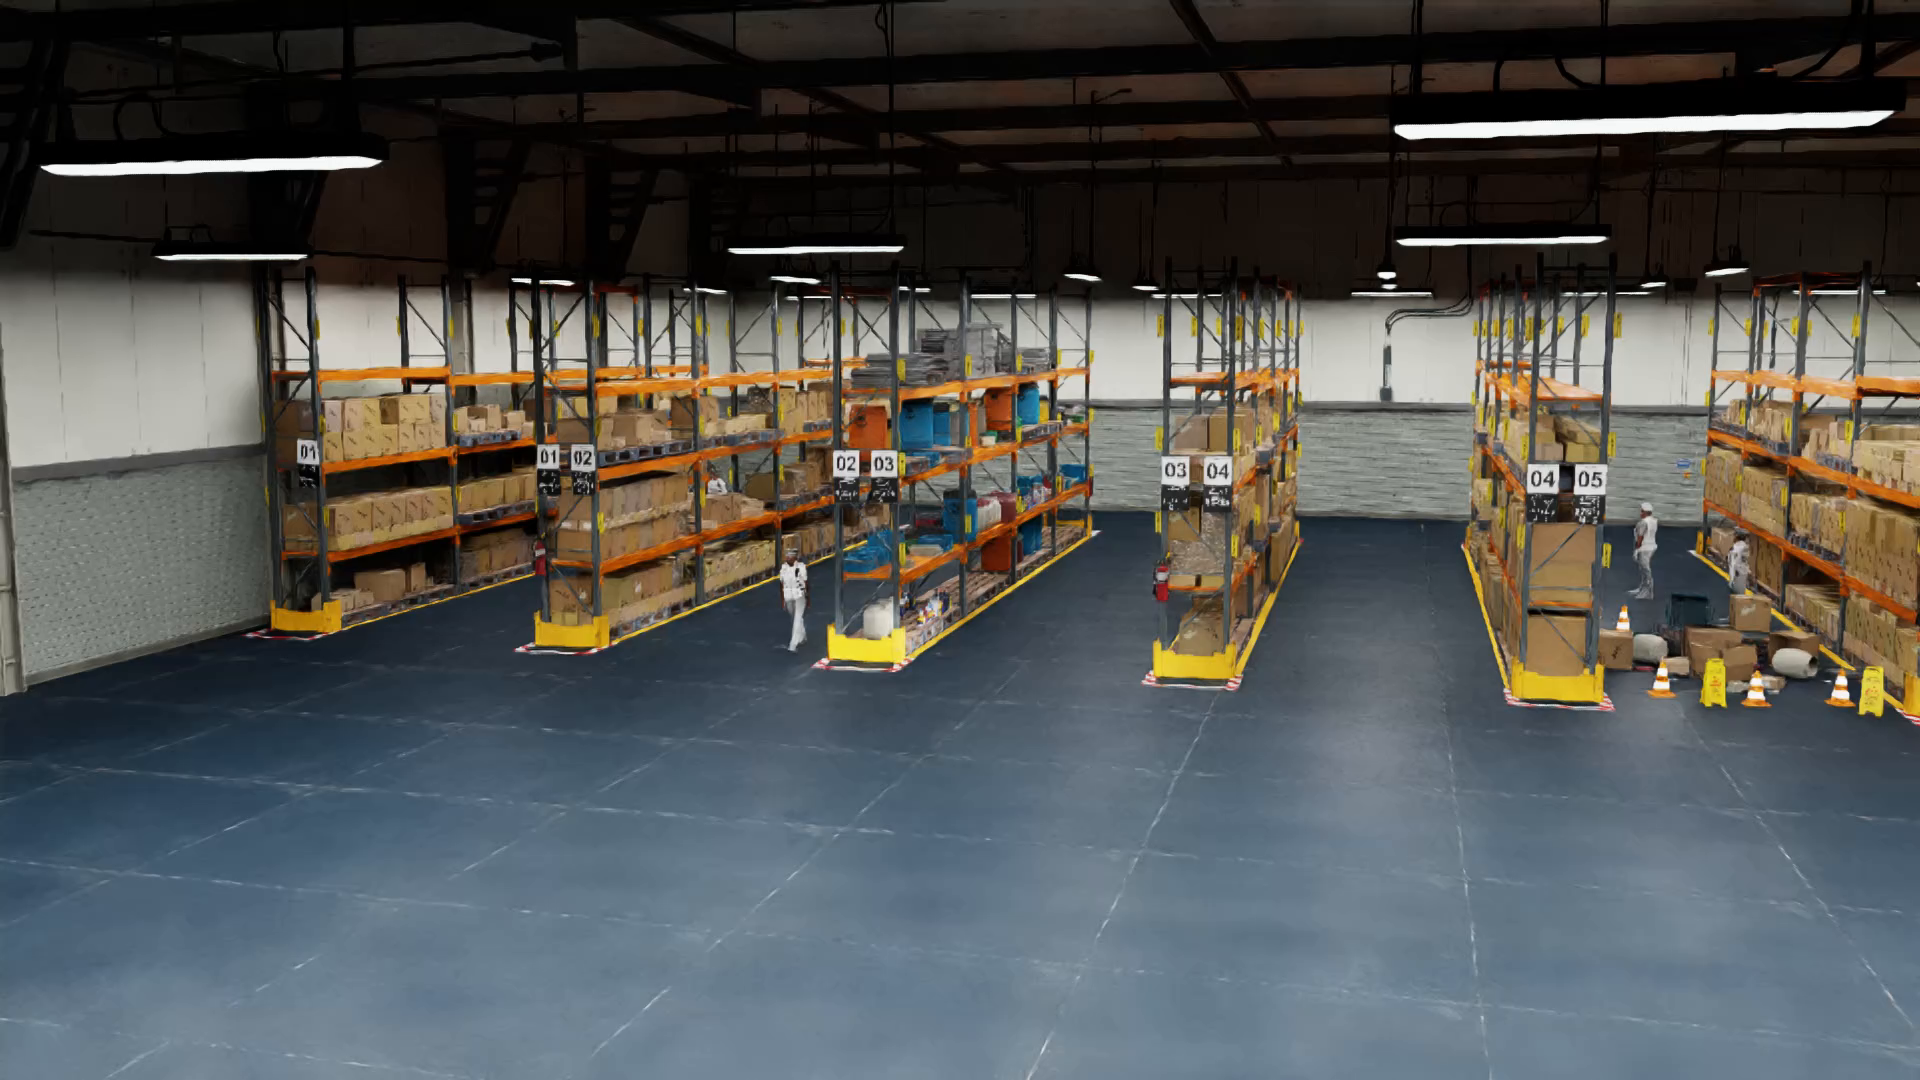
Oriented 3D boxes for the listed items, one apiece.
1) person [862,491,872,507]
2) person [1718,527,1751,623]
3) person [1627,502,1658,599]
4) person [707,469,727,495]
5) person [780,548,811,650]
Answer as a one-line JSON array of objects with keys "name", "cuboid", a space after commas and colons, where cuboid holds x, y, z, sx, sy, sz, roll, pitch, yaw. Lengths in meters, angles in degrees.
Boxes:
[{"name": "person", "cuboid": [-2.446, -1.685, 46.545, 0.594, 1.591, 0.443, -4, 8, -31]}, {"name": "person", "cuboid": [13.070, 0.618, 27.989, 0.544, 1.667, 0.571, 6, 9, 38]}, {"name": "person", "cuboid": [12.723, 0.181, 30.969, 0.551, 1.782, 0.653, 7, 10, 43]}, {"name": "person", "cuboid": [-5.936, -0.948, 40.560, 0.495, 1.583, 1.086, 2, 8, 17]}, {"name": "person", "cuboid": [-2.617, 0.886, 26.122, 0.457, 1.586, 1.075, 2, 8, 18]}]
